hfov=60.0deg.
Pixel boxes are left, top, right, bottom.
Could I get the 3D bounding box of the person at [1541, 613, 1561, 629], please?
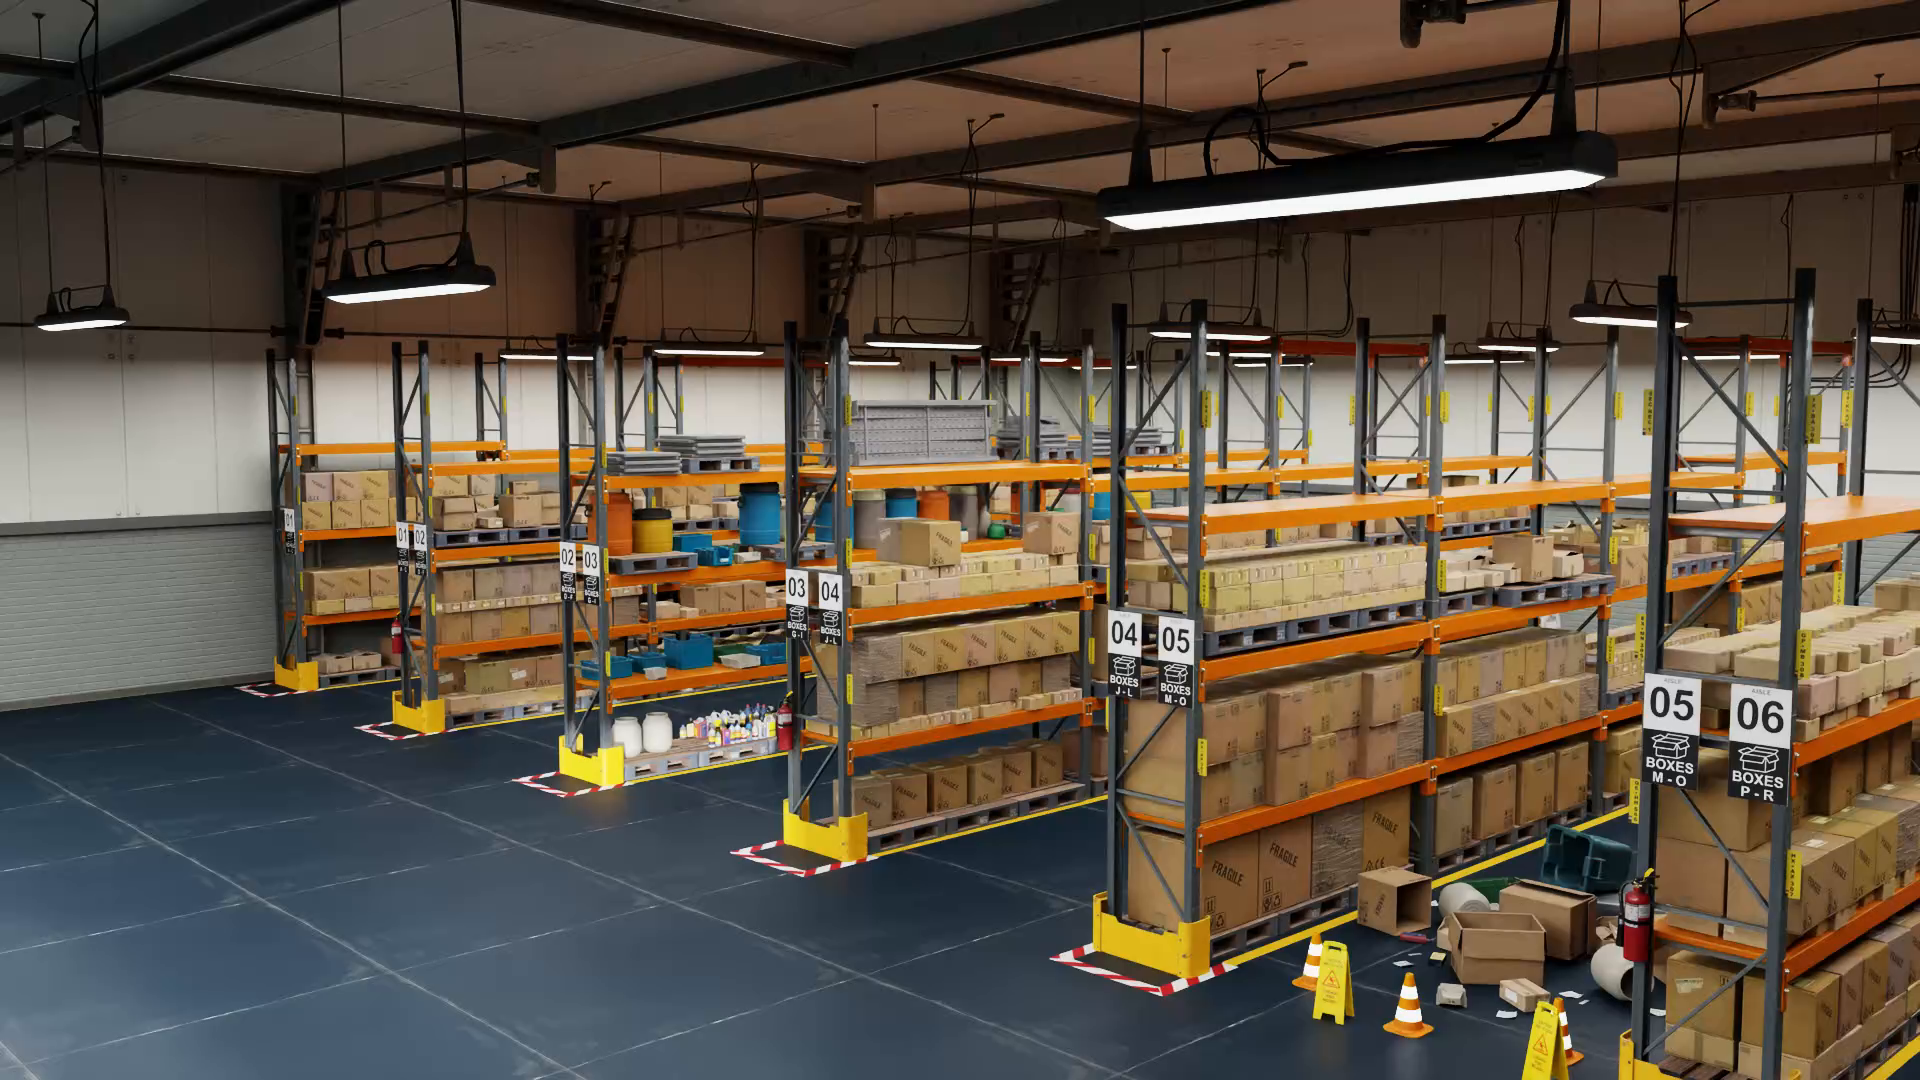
[{"bbox_3d":[10.822,1.699,30.556,0.555,1.644,0.959,-2,5,-21],"label":"person"}]
